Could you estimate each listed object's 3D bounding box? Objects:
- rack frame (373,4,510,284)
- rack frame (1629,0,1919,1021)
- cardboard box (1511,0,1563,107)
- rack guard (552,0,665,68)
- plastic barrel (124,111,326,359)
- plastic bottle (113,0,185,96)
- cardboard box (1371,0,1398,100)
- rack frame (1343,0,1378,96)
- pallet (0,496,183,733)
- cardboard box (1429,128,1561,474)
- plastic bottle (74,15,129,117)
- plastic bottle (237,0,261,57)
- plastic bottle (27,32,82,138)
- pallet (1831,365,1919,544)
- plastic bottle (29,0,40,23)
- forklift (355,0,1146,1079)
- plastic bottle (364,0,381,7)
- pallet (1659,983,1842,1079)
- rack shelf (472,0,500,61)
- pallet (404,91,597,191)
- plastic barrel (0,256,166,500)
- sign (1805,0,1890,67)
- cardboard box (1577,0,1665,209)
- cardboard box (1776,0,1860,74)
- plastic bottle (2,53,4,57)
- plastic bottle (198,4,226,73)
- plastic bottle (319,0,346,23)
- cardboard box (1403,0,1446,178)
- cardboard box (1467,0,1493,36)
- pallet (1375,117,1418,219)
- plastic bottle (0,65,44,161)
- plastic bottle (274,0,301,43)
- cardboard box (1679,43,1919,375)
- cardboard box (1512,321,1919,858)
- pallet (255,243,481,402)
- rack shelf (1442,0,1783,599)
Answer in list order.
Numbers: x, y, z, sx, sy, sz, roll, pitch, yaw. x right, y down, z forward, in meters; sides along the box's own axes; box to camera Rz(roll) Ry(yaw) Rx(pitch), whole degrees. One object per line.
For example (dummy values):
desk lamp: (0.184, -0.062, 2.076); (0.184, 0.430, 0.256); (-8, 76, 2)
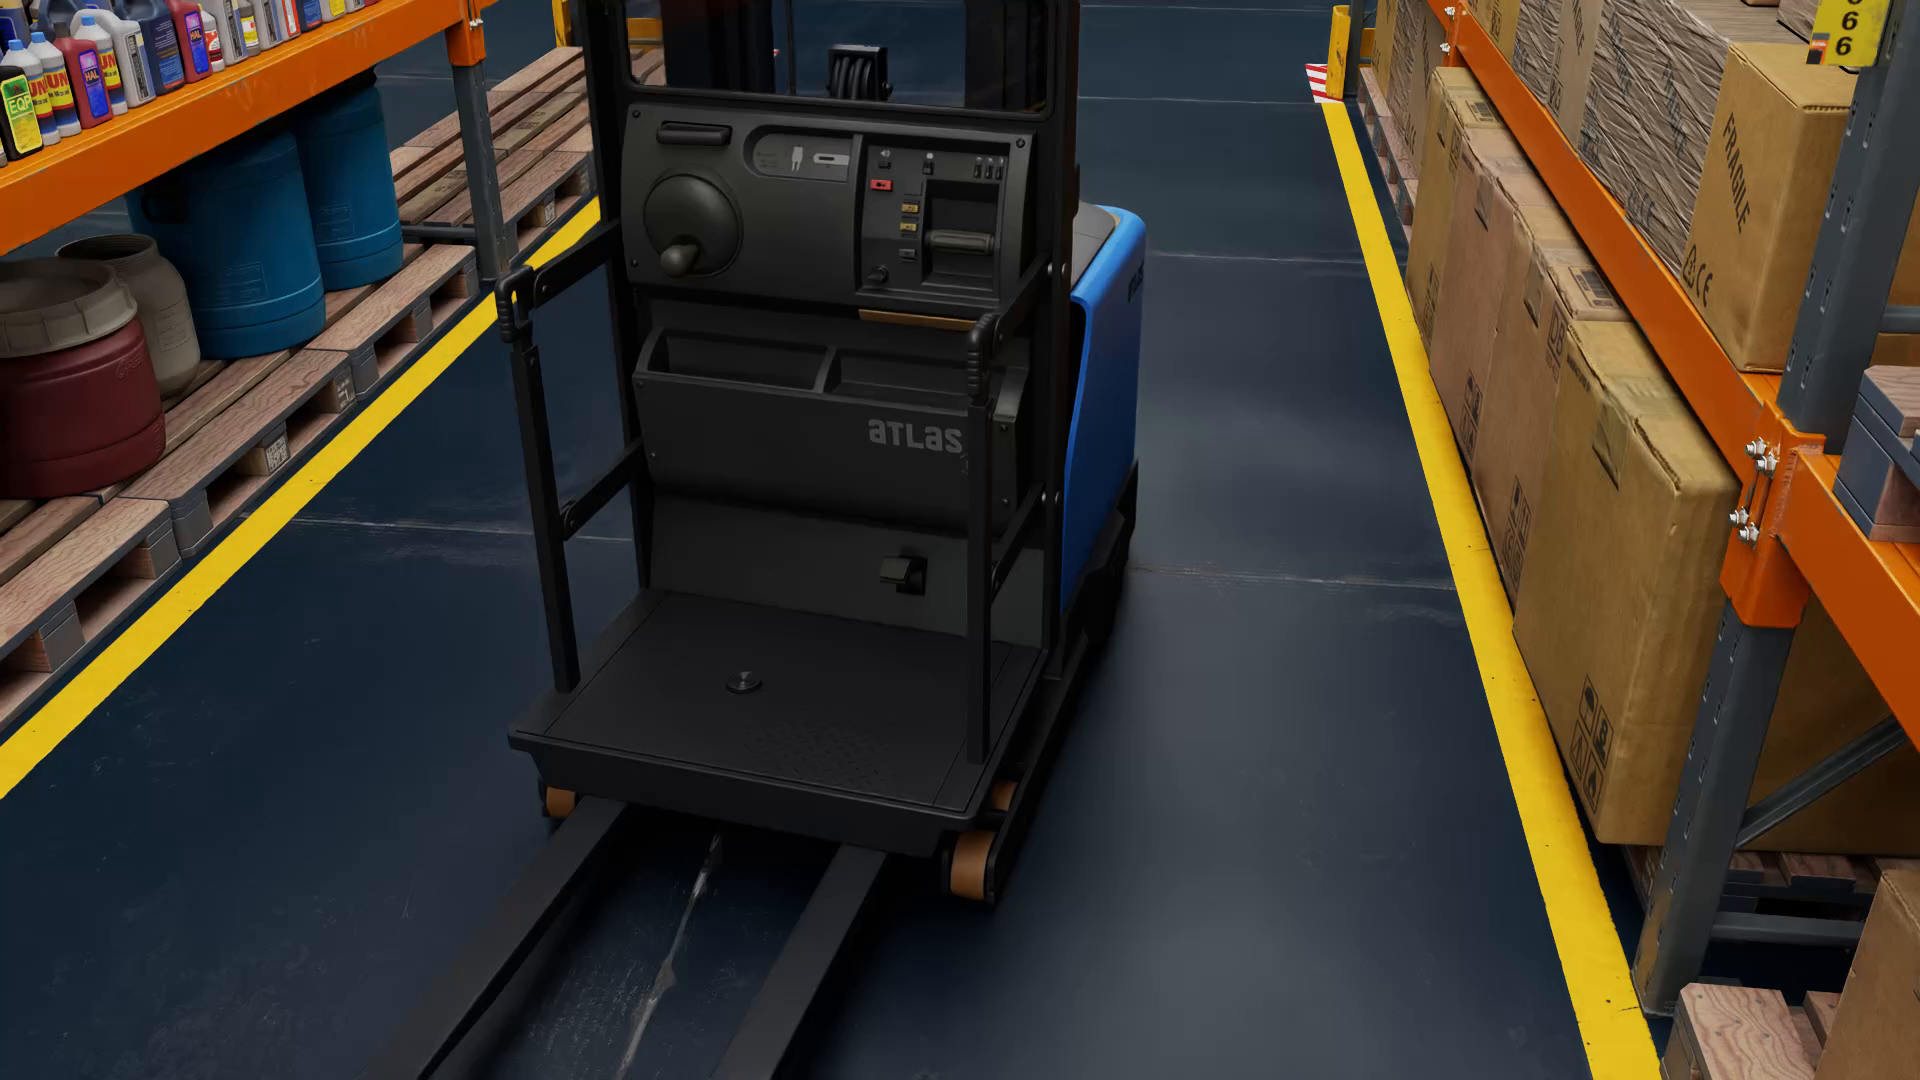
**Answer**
rack frame: (-2.515, -2.507, 6.741); (1.000, 3.000, 0.127); (3, 28, 6)
rack frame: (1.910, -0.337, 2.712); (1.000, 3.000, 0.127); (3, 28, 6)
cardboard box: (1.974, -1.589, 4.932); (0.500, 0.500, 0.500); (3, 28, 5)
rack guard: (-2.035, -3.302, 10.852); (1.175, 0.500, 0.348); (3, 28, 6)
plastic barrel: (-2.685, -1.180, 6.047); (0.600, 0.901, 0.708); (3, 28, 6)
plastic bottle: (-2.438, -1.515, 4.952); (0.144, 0.351, 0.185); (3, 28, 6)
cardboard box: (2.892, -3.046, 9.539); (0.875, 0.875, 0.875); (3, 28, 6)
rack frame: (2.891, -4.102, 9.702); (1.000, 3.000, 0.127); (3, 28, 6)
pallet: (-2.950, 0.230, 4.601); (1.003, 0.211, 1.213); (3, 28, 6)
cardboard box: (2.233, -0.746, 5.269); (1.225, 0.875, 0.875); (2, 28, 4)
plastic bottle: (-2.448, -1.349, 4.728); (0.097, 0.271, 0.097); (0, 28, 0)
plastic bottle: (-2.353, -1.687, 5.428); (0.097, 0.201, 0.097); (0, 28, 0)
plastic bottle: (-2.477, -1.241, 4.526); (0.097, 0.271, 0.097); (0, 28, 0)
pallet: (1.929, 0.089, 2.124); (1.213, 0.211, 1.003); (3, 28, 6)
plastic bottle: (-2.966, -1.681, 5.416); (0.097, 0.201, 0.097); (0, 28, 0)
forklift: (-0.361, -0.688, 3.436); (1.130, 2.935, 3.031); (8, 29, 14)
plastic bottle: (-2.226, -2.140, 6.183); (0.061, 0.283, 0.133); (3, 28, 6)
pallet: (1.813, 1.259, 2.691); (1.003, 0.211, 1.213); (3, 28, 6)
rack shelf: (-2.270, -3.132, 8.660); (1.077, 0.370, 4.000); (3, 28, 6)
pallet: (-2.316, -2.204, 9.118); (1.003, 0.211, 1.213); (3, 28, 6)
plastic barrel: (-2.824, -0.511, 5.135); (0.600, 0.588, 0.708); (3, 28, 6)
sign: (1.359, -0.877, 2.495); (0.100, 0.325, 0.005); (3, 28, 6)
cardboard box: (1.852, -1.106, 4.035); (0.500, 0.500, 0.500); (2, 28, 5)
cardboard box: (2.016, -1.165, 3.088); (0.797, 0.503, 0.637); (4, 29, 8)
plastic bottle: (-3.133, -1.657, 5.299); (0.097, 0.271, 0.097); (0, 28, 0)
plastic bottle: (-2.381, -1.578, 5.225); (0.097, 0.201, 0.097); (0, 28, 0)
plastic bottle: (-2.303, -2.034, 5.915); (0.144, 0.351, 0.185); (3, 28, 6)
cardboard box: (2.671, -2.199, 7.966); (0.875, 0.875, 0.875); (3, 28, 6)
cardboard box: (2.096, -2.062, 5.808); (0.500, 0.500, 0.500); (3, 29, 6)
pallet: (2.718, -1.921, 8.593); (1.003, 0.211, 1.213); (3, 28, 6)
plastic bottle: (-2.485, -1.145, 4.335); (0.061, 0.283, 0.133); (3, 28, 6)
plastic bottle: (-2.349, -1.839, 5.632); (0.152, 0.276, 0.135); (3, 28, 6)
cardboard box: (1.725, -0.627, 3.146); (0.500, 0.500, 0.500); (4, 29, 8)
cardboard box: (2.016, 0.090, 3.717); (1.225, 0.875, 0.875); (2, 28, 4)
pallet: (-2.651, -0.919, 6.733); (1.003, 0.211, 1.213); (3, 28, 6)
rack shelf: (2.156, -0.961, 4.630); (1.077, 0.370, 4.000); (3, 28, 6)
